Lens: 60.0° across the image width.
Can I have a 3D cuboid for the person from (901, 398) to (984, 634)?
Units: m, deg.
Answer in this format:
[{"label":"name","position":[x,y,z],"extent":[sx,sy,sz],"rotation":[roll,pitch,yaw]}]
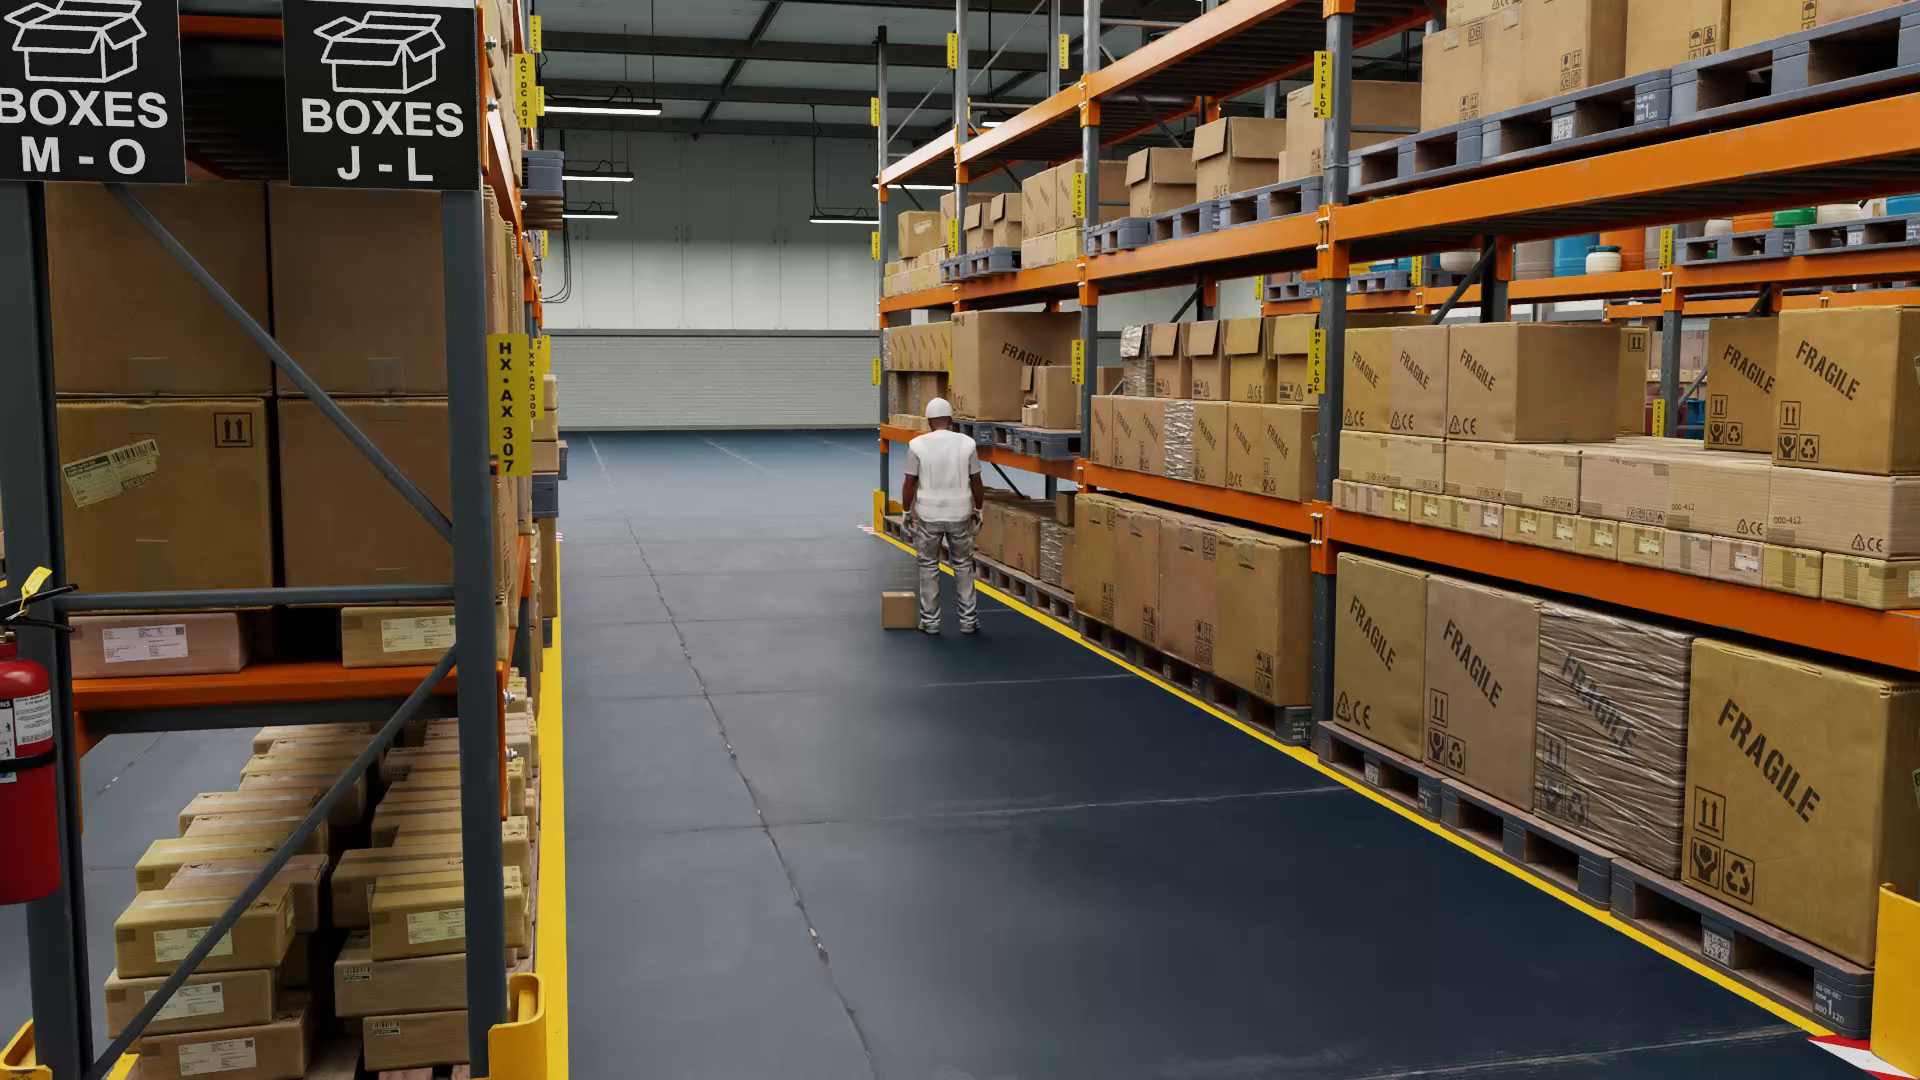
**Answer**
[{"label":"person","position":[-0.129,-0.185,12.586],"extent":[0.631,1.775,0.443],"rotation":[-1,6,-7]}]
